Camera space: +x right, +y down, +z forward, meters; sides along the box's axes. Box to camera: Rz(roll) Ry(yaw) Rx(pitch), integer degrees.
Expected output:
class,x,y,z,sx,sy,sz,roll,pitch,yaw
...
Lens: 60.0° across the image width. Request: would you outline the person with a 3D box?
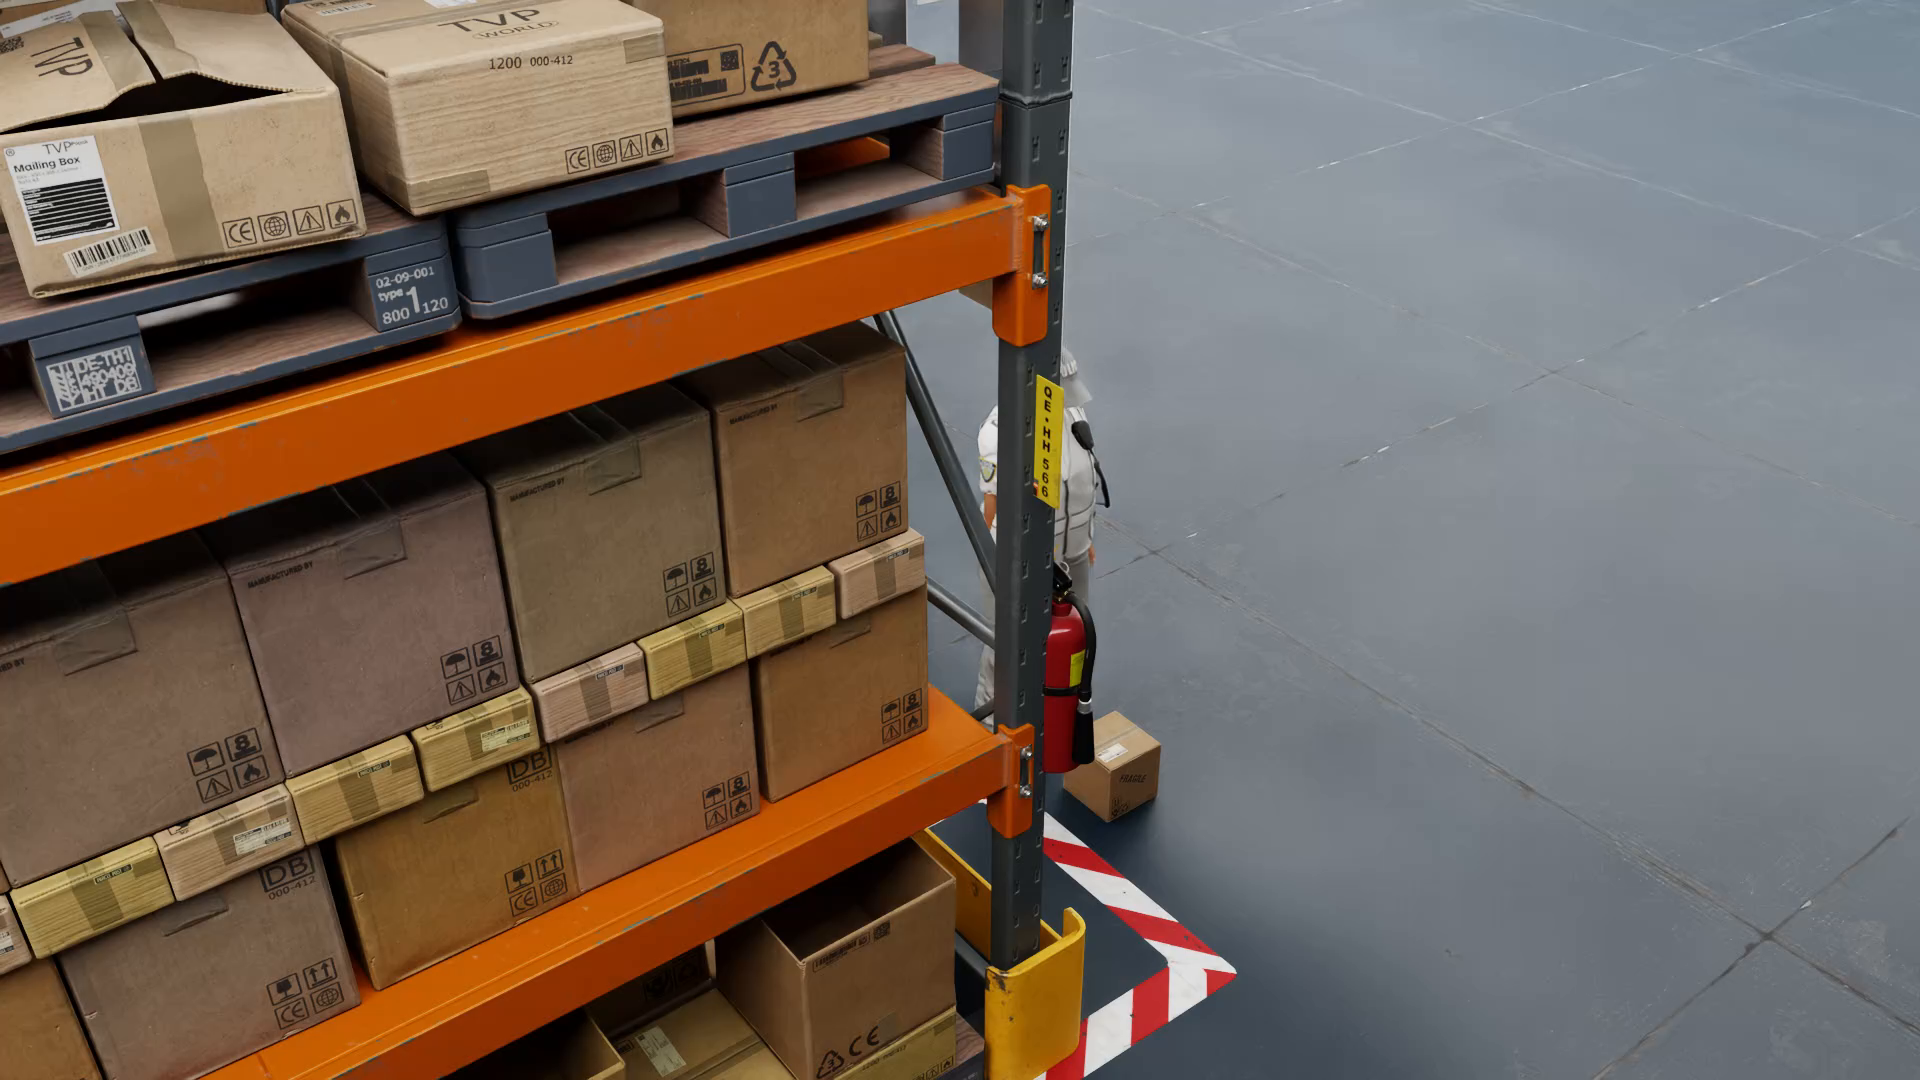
class,x,y,z,sx,sy,sz,roll,pitch,yaw
person,0.293,0.031,6.102,0.473,1.657,0.389,-22,38,-30
